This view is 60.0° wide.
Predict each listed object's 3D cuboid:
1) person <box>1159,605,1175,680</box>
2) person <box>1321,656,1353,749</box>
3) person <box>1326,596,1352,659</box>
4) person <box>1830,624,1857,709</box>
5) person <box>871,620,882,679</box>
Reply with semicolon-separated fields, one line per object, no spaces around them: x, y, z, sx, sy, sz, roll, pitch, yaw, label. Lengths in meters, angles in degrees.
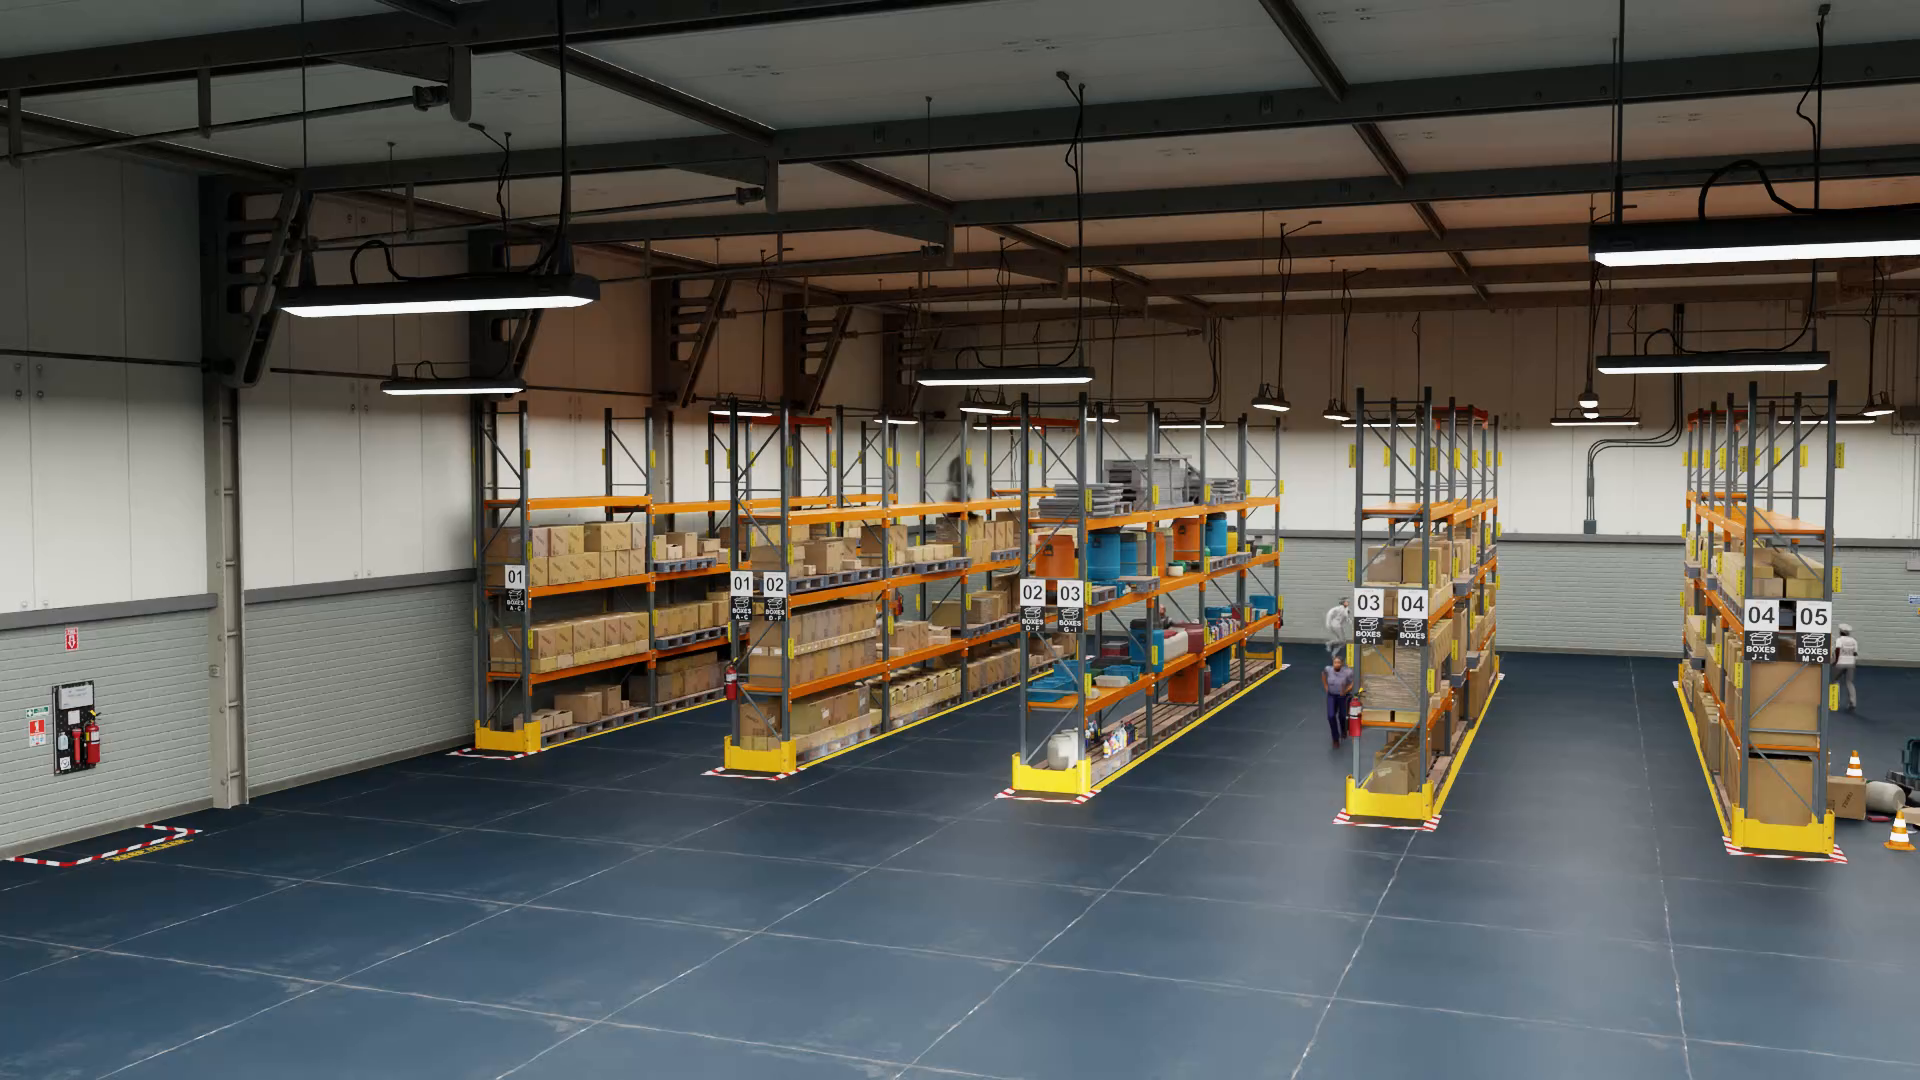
4.589;2.323;37.801;0.669;1.684;0.760;1;3;17;person
6.640;2.816;29.089;0.624;1.661;0.931;1;3;22;person
9.457;2.197;41.450;0.606;1.617;0.677;-3;4;-44;person
17.651;2.551;33.204;0.519;1.743;0.785;0;3;7;person
-1.971;2.367;36.972;0.649;1.702;0.724;1;3;20;person
